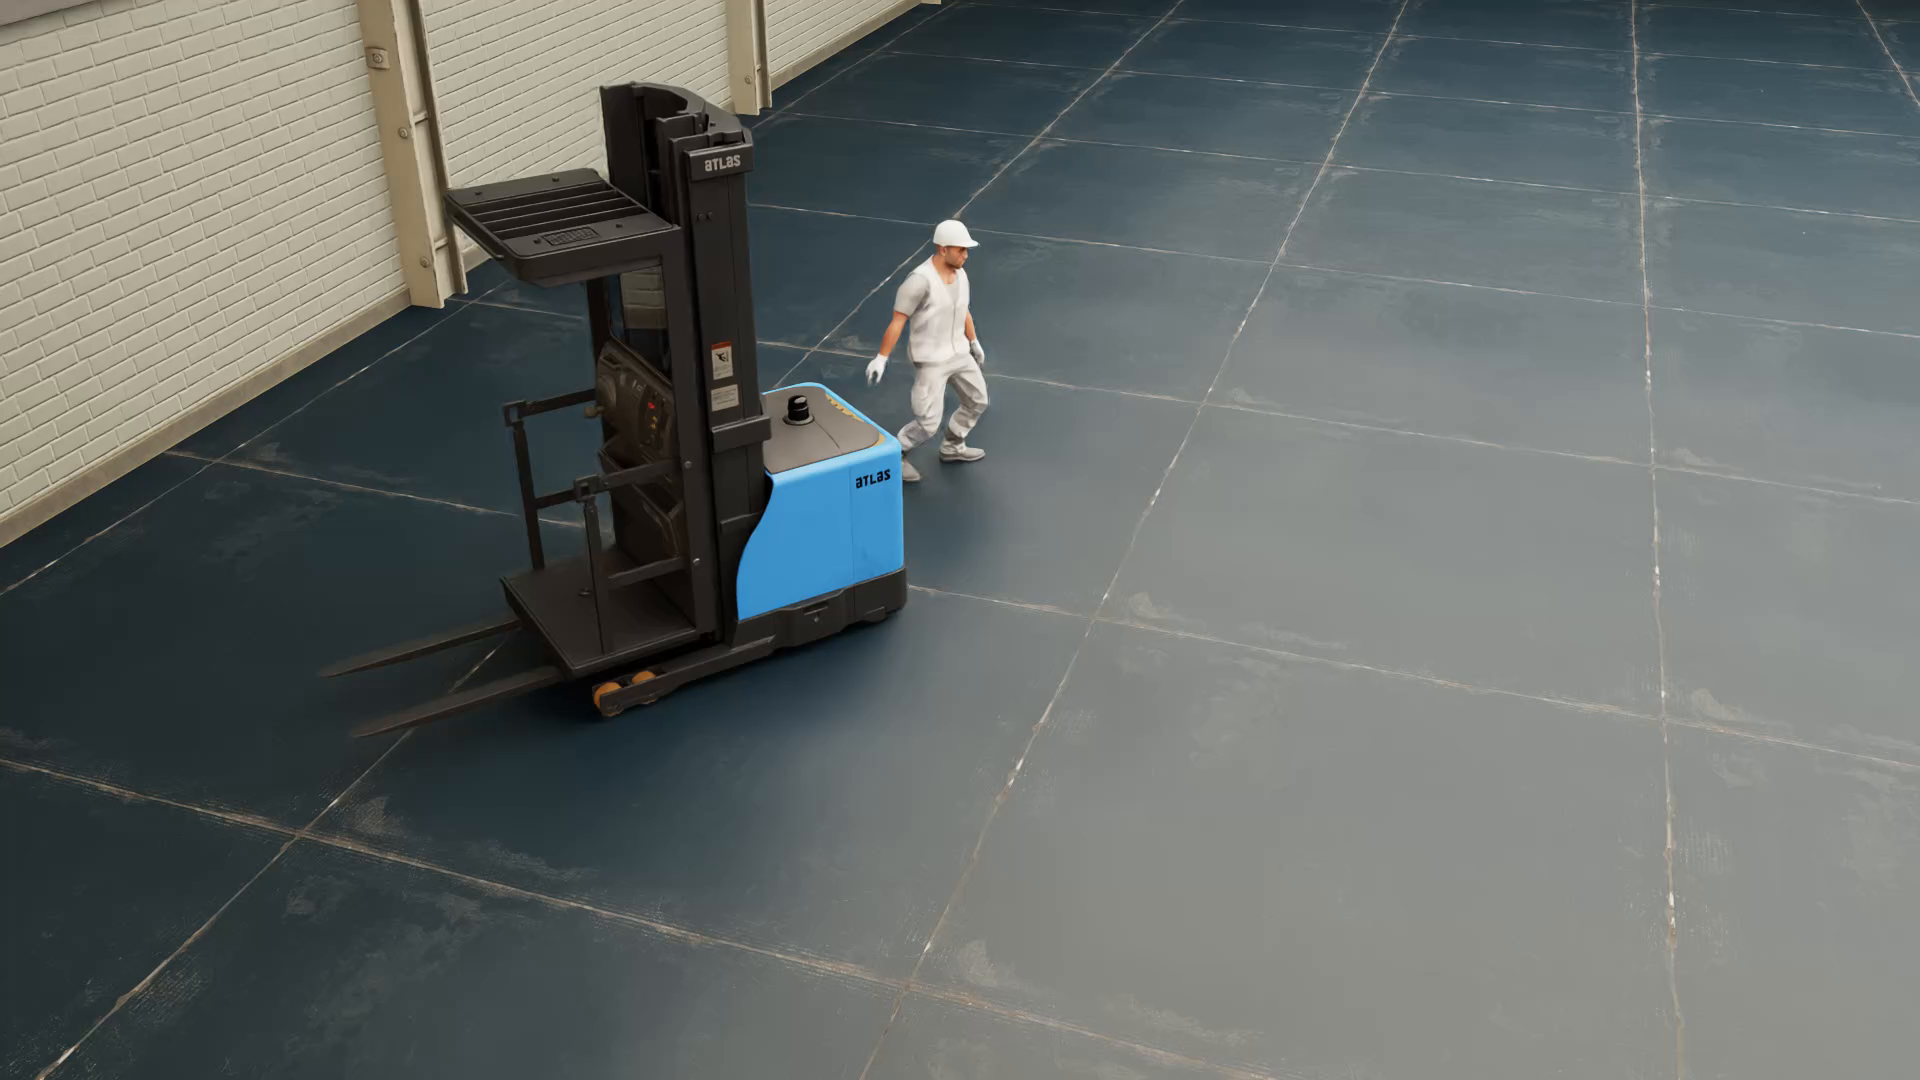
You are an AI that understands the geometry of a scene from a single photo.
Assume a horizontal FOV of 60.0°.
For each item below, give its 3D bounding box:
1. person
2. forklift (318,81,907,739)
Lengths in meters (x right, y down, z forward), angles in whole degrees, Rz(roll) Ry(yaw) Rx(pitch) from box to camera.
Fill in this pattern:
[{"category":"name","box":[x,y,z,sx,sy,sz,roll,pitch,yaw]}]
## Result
[{"category":"person","box":[-0.207,-1.169,10.430,0.894,1.702,0.496,-26,38,-37]},{"category":"forklift","box":[-1.816,-0.672,8.316,3.031,2.935,1.130,-18,34,-28]}]
